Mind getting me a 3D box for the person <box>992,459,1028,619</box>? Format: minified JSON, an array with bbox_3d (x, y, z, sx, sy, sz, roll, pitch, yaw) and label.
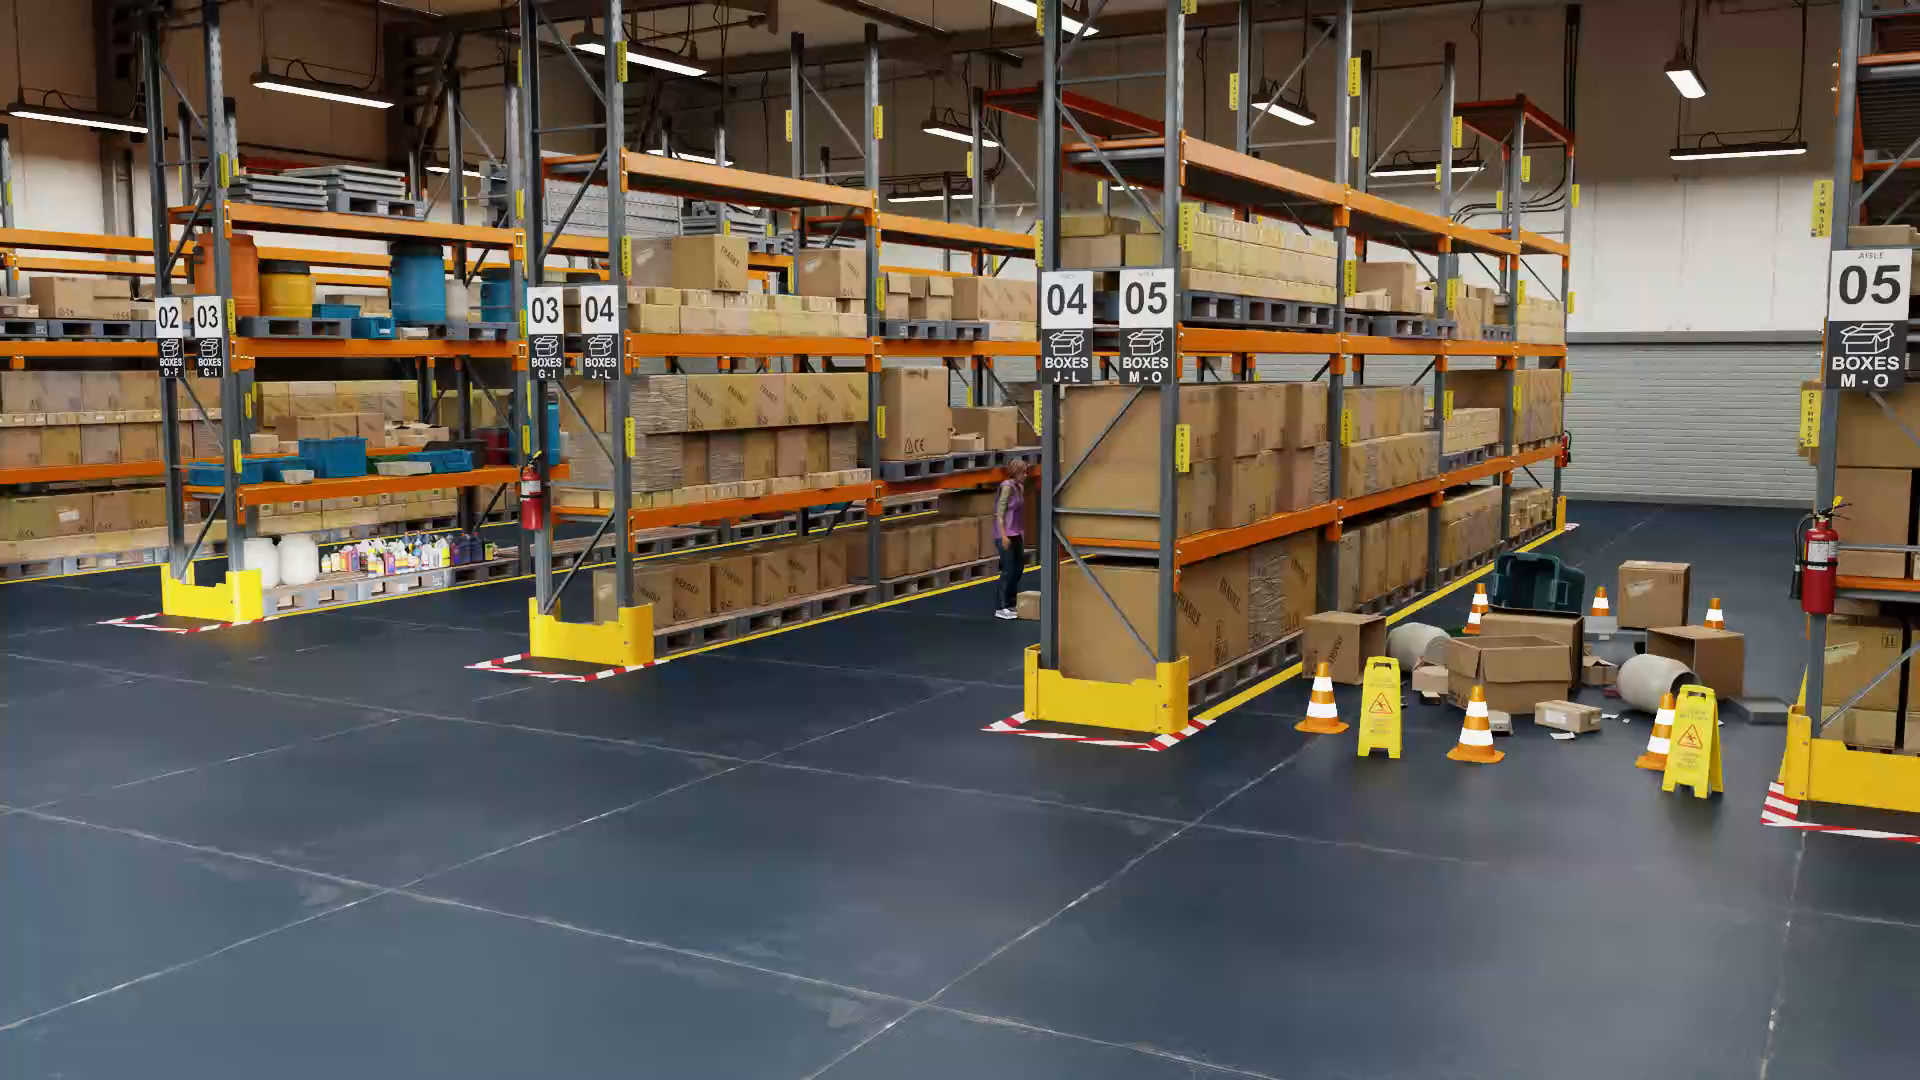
[{"bbox_3d":[0.512,-0.021,16.771,0.344,1.591,0.462,3,7,27],"label":"person"}]
